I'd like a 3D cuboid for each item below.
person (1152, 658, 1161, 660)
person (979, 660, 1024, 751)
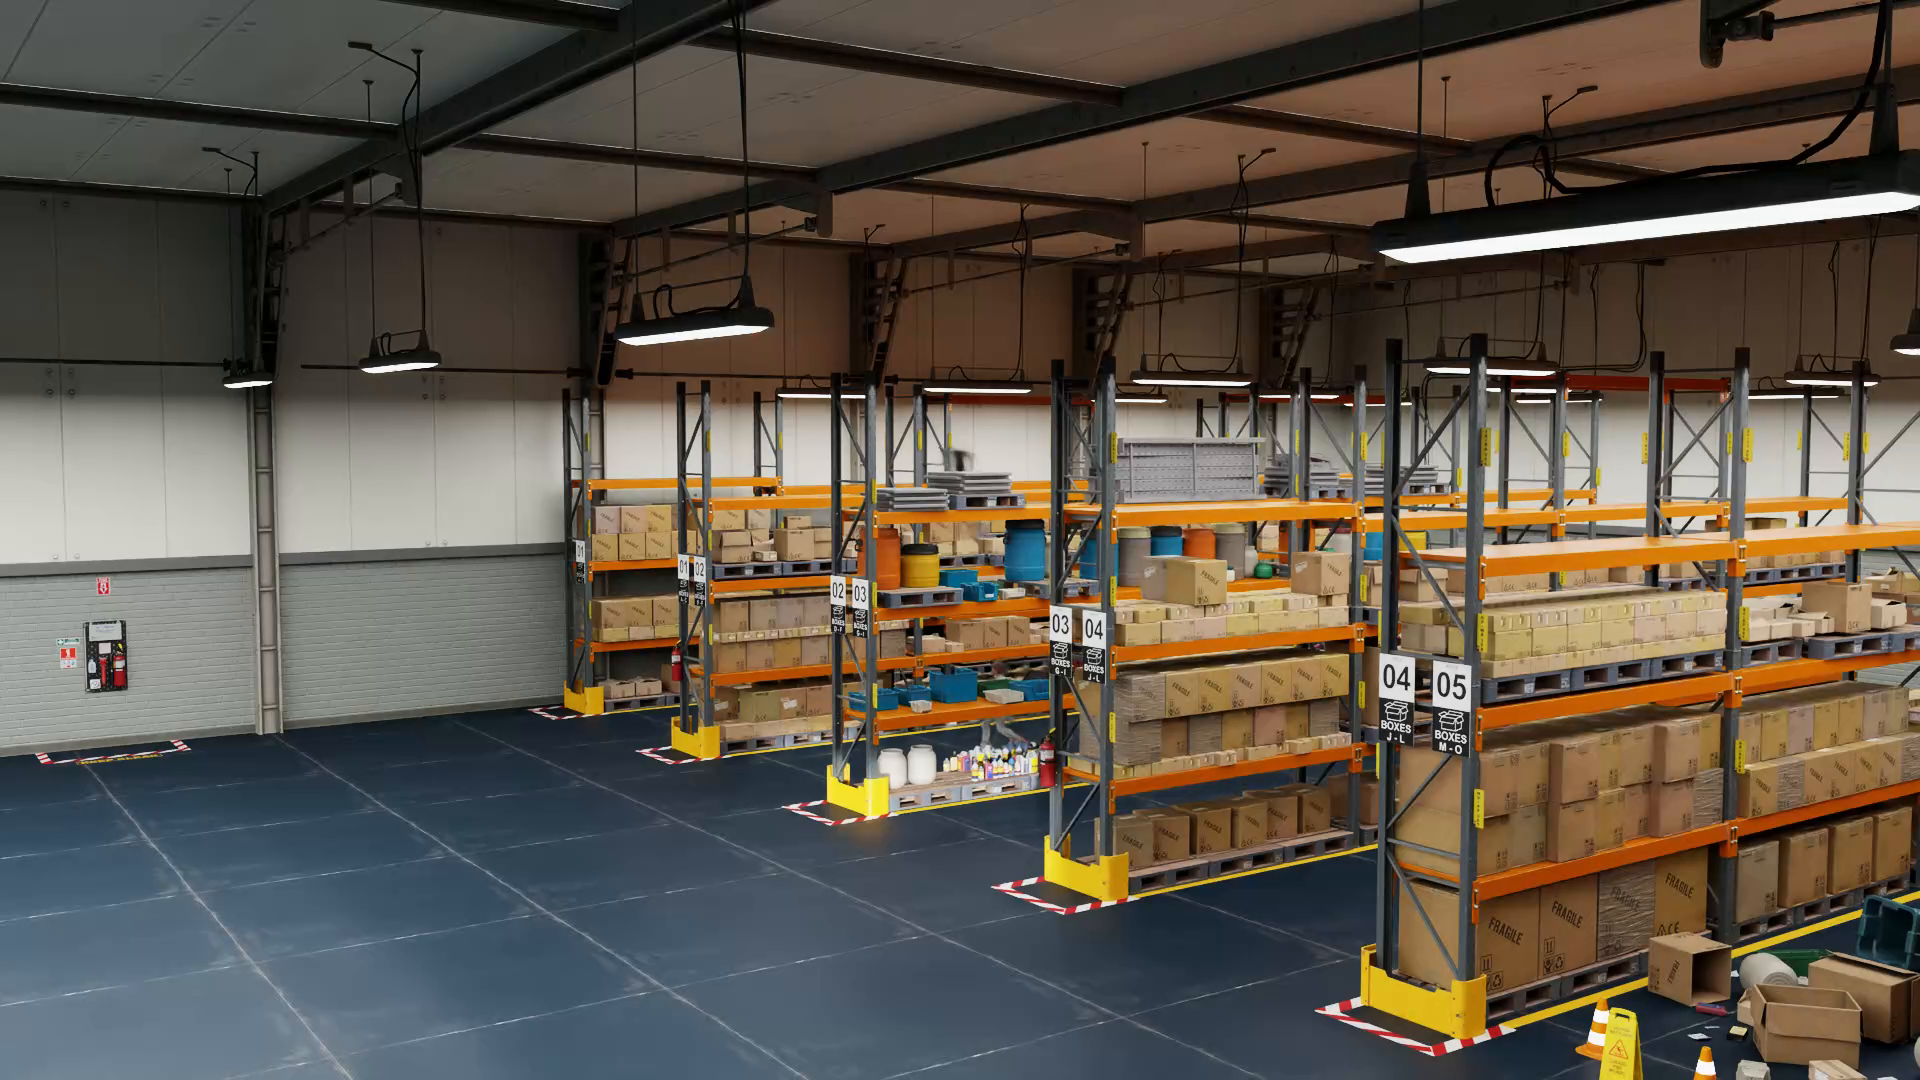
[{"bbox_3d":[3.257,2.503,28.672,0.839,1.707,0.587,-3,5,-37],"label":"person"},{"bbox_3d":[0.648,2.700,26.365,0.826,1.588,0.551,-1,4,-17],"label":"person"}]
